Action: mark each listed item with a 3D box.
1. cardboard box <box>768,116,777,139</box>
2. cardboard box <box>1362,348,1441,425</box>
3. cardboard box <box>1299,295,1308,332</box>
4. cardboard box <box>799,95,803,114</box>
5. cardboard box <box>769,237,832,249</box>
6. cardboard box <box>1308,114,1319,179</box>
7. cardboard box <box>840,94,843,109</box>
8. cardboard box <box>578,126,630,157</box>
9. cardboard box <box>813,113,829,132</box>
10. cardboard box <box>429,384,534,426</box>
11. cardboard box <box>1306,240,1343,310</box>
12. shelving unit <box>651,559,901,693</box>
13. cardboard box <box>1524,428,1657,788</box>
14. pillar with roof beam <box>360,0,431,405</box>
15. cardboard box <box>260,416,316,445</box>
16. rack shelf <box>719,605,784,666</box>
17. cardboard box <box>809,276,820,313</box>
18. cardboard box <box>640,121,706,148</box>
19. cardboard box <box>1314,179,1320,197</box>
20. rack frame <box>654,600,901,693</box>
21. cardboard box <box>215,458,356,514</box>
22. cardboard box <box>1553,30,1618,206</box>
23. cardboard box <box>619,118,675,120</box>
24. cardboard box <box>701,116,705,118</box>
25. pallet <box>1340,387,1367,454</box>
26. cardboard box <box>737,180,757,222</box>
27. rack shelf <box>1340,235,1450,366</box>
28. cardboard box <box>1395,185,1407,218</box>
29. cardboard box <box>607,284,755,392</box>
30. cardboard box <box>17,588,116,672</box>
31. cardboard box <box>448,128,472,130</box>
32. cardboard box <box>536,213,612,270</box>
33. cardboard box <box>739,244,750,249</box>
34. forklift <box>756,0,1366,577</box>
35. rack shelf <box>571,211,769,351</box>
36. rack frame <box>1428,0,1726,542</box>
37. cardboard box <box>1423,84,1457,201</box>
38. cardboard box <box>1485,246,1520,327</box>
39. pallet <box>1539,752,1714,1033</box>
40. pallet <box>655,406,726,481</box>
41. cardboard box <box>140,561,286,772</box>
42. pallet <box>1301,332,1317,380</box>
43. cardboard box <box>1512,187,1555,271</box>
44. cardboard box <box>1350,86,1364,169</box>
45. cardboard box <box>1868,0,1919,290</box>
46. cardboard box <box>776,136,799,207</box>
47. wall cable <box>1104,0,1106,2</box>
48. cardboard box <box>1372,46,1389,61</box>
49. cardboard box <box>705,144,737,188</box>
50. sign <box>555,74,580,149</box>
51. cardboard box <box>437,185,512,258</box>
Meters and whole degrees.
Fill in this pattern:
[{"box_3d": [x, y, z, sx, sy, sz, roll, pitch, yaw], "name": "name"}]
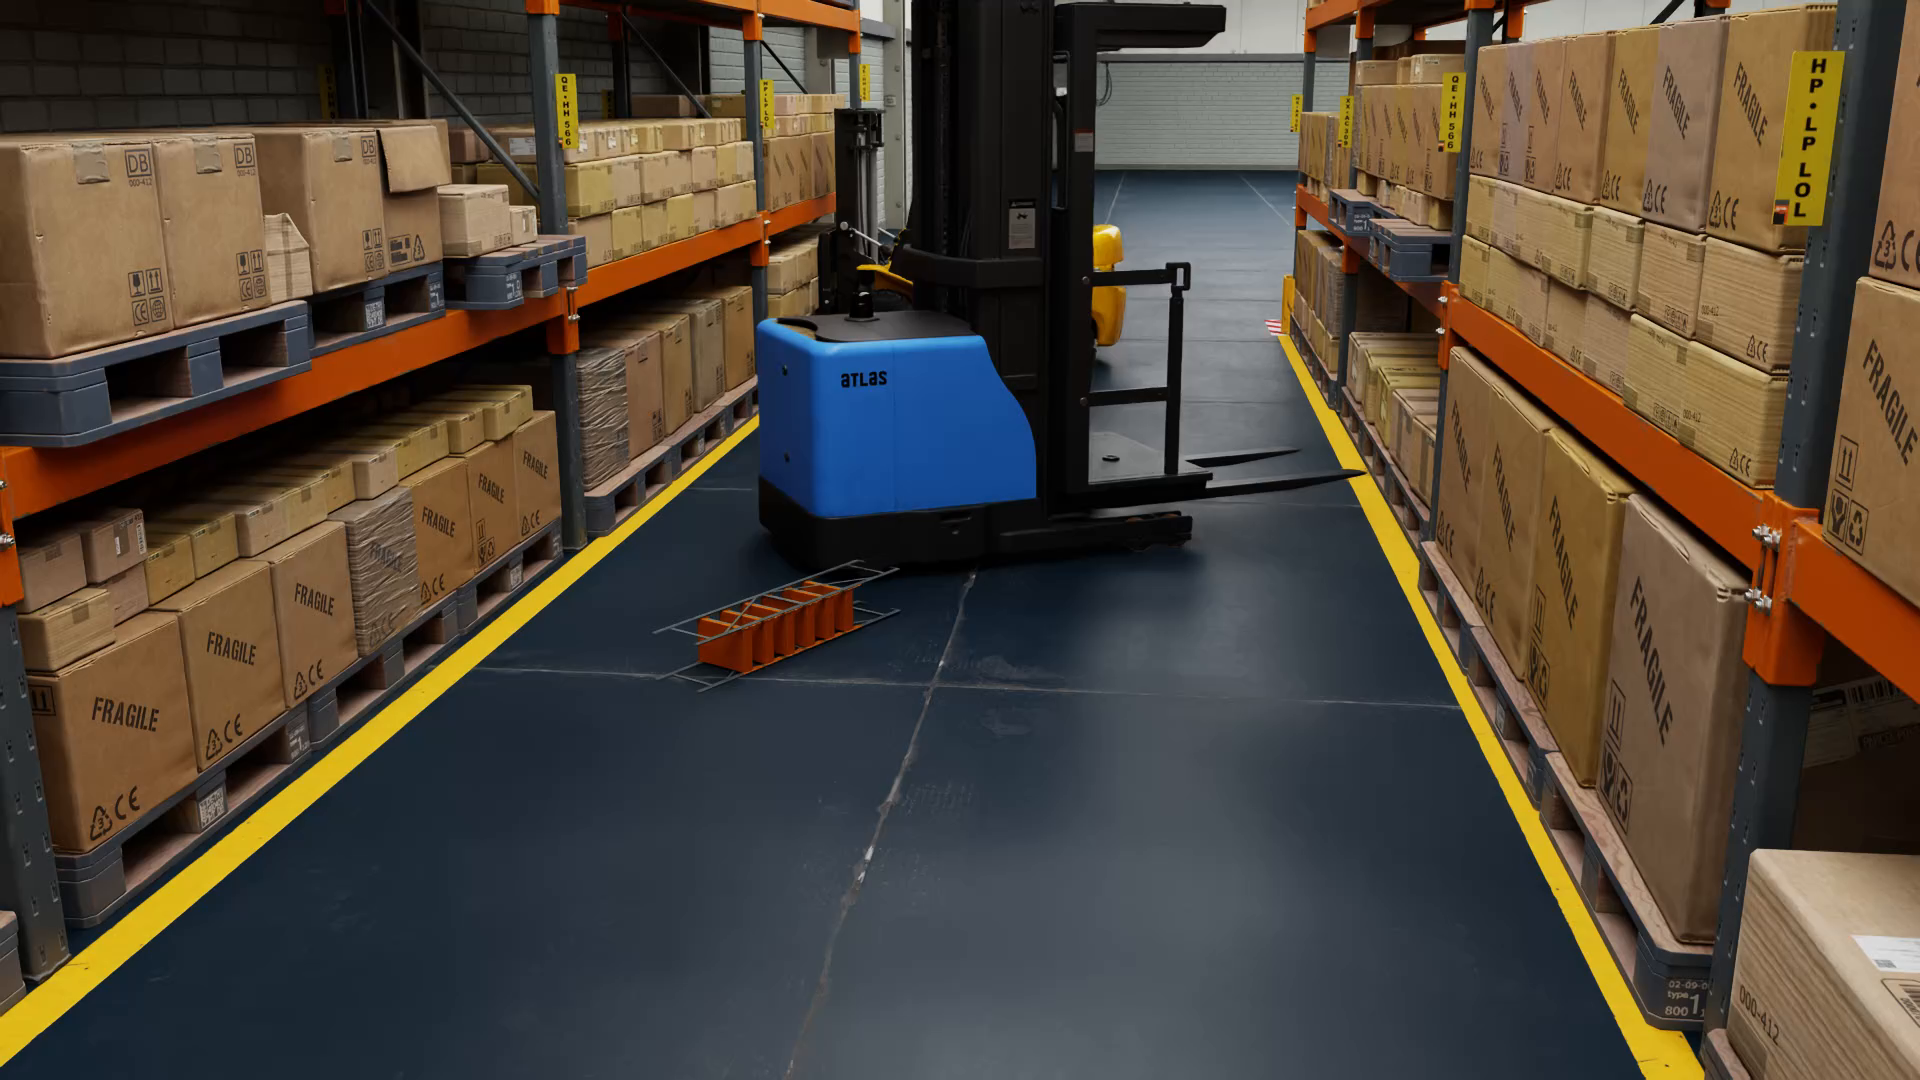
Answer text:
[{"box_3d": [-1.531, -2.959, 11.926, 0.380, 0.149, 0.250, 2, 15, 8], "name": "cardboard box"}, {"box_3d": [2.942, -0.922, 10.056, 0.950, 0.372, 0.625, 3, 15, 10], "name": "cardboard box"}, {"box_3d": [3.097, -1.890, 13.869, 0.500, 0.250, 0.500, 2, 15, 8], "name": "cardboard box"}, {"box_3d": [-1.448, -3.436, 13.120, 0.380, 0.149, 0.250, 2, 15, 6], "name": "cardboard box"}, {"box_3d": [-1.310, -2.328, 13.572, 0.500, 0.250, 0.500, 1, 15, 5], "name": "cardboard box"}, {"box_3d": [3.087, -3.159, 13.335, 0.500, 0.500, 0.500, 1, 15, 5], "name": "cardboard box"}, {"box_3d": [-1.233, -3.834, 14.591, 0.380, 0.149, 0.250, 2, 15, 6], "name": "cardboard box"}, {"box_3d": [-1.929, -2.059, 8.595, 0.380, 0.149, 0.250, 2, 15, 7], "name": "cardboard box"}, {"box_3d": [-1.286, -3.423, 13.641, 0.380, 0.149, 0.250, 2, 15, 7], "name": "cardboard box"}, {"box_3d": [-2.111, -0.592, 7.347, 0.380, 0.149, 0.250, 1, 15, 4], "name": "cardboard box"}, {"box_3d": [3.040, -2.113, 13.255, 0.500, 0.500, 0.500, 2, 15, 7], "name": "cardboard box"}, {"box_3d": [-0.697, 0.322, 6.595, 0.258, 0.189, 1.200, 11, 19, 34], "name": "shelving unit"}, {"box_3d": [2.258, 0.190, 4.981, 0.875, 0.875, 0.875, 2, 15, 8], "name": "cardboard box"}, {"box_3d": [1.222, -4.552, 7.758, 9.100, 9.000, 0.400, 2, 15, 6], "name": "pillar with roof beam"}, {"box_3d": [-2.804, -0.399, 6.632, 0.380, 0.149, 0.250, 1, 15, 4], "name": "cardboard box"}, {"box_3d": [-0.812, 0.365, 6.442, 0.258, 0.180, 0.103, 11, 19, 34], "name": "rack shelf"}, {"box_3d": [-1.372, -1.950, 13.131, 0.500, 0.250, 0.500, 2, 15, 6], "name": "cardboard box"}, {"box_3d": [-1.755, -2.455, 10.059, 0.380, 0.149, 0.250, 1, 15, 5], "name": "cardboard box"}, {"box_3d": [3.089, -2.880, 13.547, 0.380, 0.149, 0.250, 2, 15, 8], "name": "cardboard box"}, {"box_3d": [-0.697, 0.411, 6.619, 0.240, 0.006, 1.200, 11, 19, 34], "name": "rack frame"}, {"box_3d": [-2.367, -0.187, 5.848, 0.380, 0.149, 0.250, 2, 15, 6], "name": "cardboard box"}, {"box_3d": [2.146, -1.290, 5.079, 0.500, 0.500, 0.500, 2, 15, 7], "name": "cardboard box"}, {"box_3d": [-2.109, -2.732, 11.086, 0.380, 0.149, 0.250, 1, 15, 5], "name": "cardboard box"}, {"box_3d": [-2.043, -3.043, 12.233, 0.380, 0.149, 0.250, 2, 15, 8], "name": "cardboard box"}, {"box_3d": [2.990, -0.763, 10.578, 1.003, 0.211, 1.213, 2, 15, 6], "name": "pallet"}, {"box_3d": [-1.653, -2.245, 11.005, 0.500, 0.250, 0.500, 2, 15, 8], "name": "cardboard box"}, {"box_3d": [2.851, -1.445, 9.136, 1.077, 0.370, 4.000, 2, 15, 6], "name": "rack shelf"}, {"box_3d": [2.424, -1.722, 8.460, 0.380, 0.149, 0.250, 2, 15, 7], "name": "cardboard box"}, {"box_3d": [-1.904, -1.377, 11.251, 0.875, 0.625, 0.625, 2, 15, 9], "name": "cardboard box"}, {"box_3d": [-2.454, 0.225, 4.326, 0.380, 0.149, 0.250, 2, 15, 9], "name": "cardboard box"}, {"box_3d": [-2.553, -1.941, 8.161, 0.380, 0.149, 0.250, 2, 15, 8], "name": "cardboard box"}, {"box_3d": [-2.015, -1.454, 8.080, 0.500, 0.250, 0.500, 2, 15, 6], "name": "cardboard box"}, {"box_3d": [-1.880, -2.210, 13.136, 0.500, 0.250, 0.500, 2, 15, 7], "name": "cardboard box"}, {"box_3d": [0.576, -1.477, 8.009, 3.031, 2.935, 1.130, -6, 16, -22], "name": "forklift"}, {"box_3d": [-2.082, -1.590, 9.673, 1.077, 0.370, 4.000, 2, 15, 6], "name": "rack shelf"}, {"box_3d": [2.625, -1.273, 7.124, 1.000, 3.000, 0.127, 2, 15, 6], "name": "rack frame"}, {"box_3d": [2.400, -1.794, 7.484, 0.500, 0.500, 0.500, 1, 15, 5], "name": "cardboard box"}, {"box_3d": [2.279, -0.948, 6.207, 0.500, 0.250, 0.500, 1, 15, 5], "name": "cardboard box"}, {"box_3d": [2.186, 0.908, 4.400, 1.003, 0.211, 1.213, 2, 15, 6], "name": "pallet"}, {"box_3d": [-2.036, -0.600, 9.977, 1.003, 0.211, 1.213, 2, 15, 6], "name": "pallet"}, {"box_3d": [-2.430, 0.366, 5.047, 0.500, 0.500, 0.500, 1, 15, 6], "name": "cardboard box"}, {"box_3d": [3.252, -1.457, 13.146, 1.003, 0.211, 1.213, 2, 15, 6], "name": "pallet"}, {"box_3d": [2.194, -1.055, 5.647, 0.500, 0.250, 0.500, 2, 15, 6], "name": "cardboard box"}, {"box_3d": [2.739, -2.592, 10.436, 0.500, 0.500, 0.500, 2, 15, 8], "name": "cardboard box"}, {"box_3d": [1.879, -0.650, 2.713, 0.500, 0.500, 0.500, 2, 15, 7], "name": "cardboard box"}, {"box_3d": [-1.504, -2.747, 12.383, 0.500, 0.500, 0.500, 2, 15, 7], "name": "cardboard box"}, {"box_3d": [5.341, -15.601, 44.890, 3.097, 2.526, 0.112, 2, 15, 6], "name": "wall cable"}, {"box_3d": [3.473, -3.492, 12.653, 0.700, 0.500, 0.500, 2, 15, 6], "name": "cardboard box"}, {"box_3d": [-1.708, -2.356, 10.459, 0.500, 0.250, 0.500, 1, 15, 5], "name": "cardboard box"}, {"box_3d": [-1.767, -1.926, 7.470, 0.100, 0.325, 0.005, 2, 15, 6], "name": "sign"}, {"box_3d": [-2.105, -1.266, 6.579, 0.500, 0.250, 0.500, 1, 15, 4], "name": "cardboard box"}]
